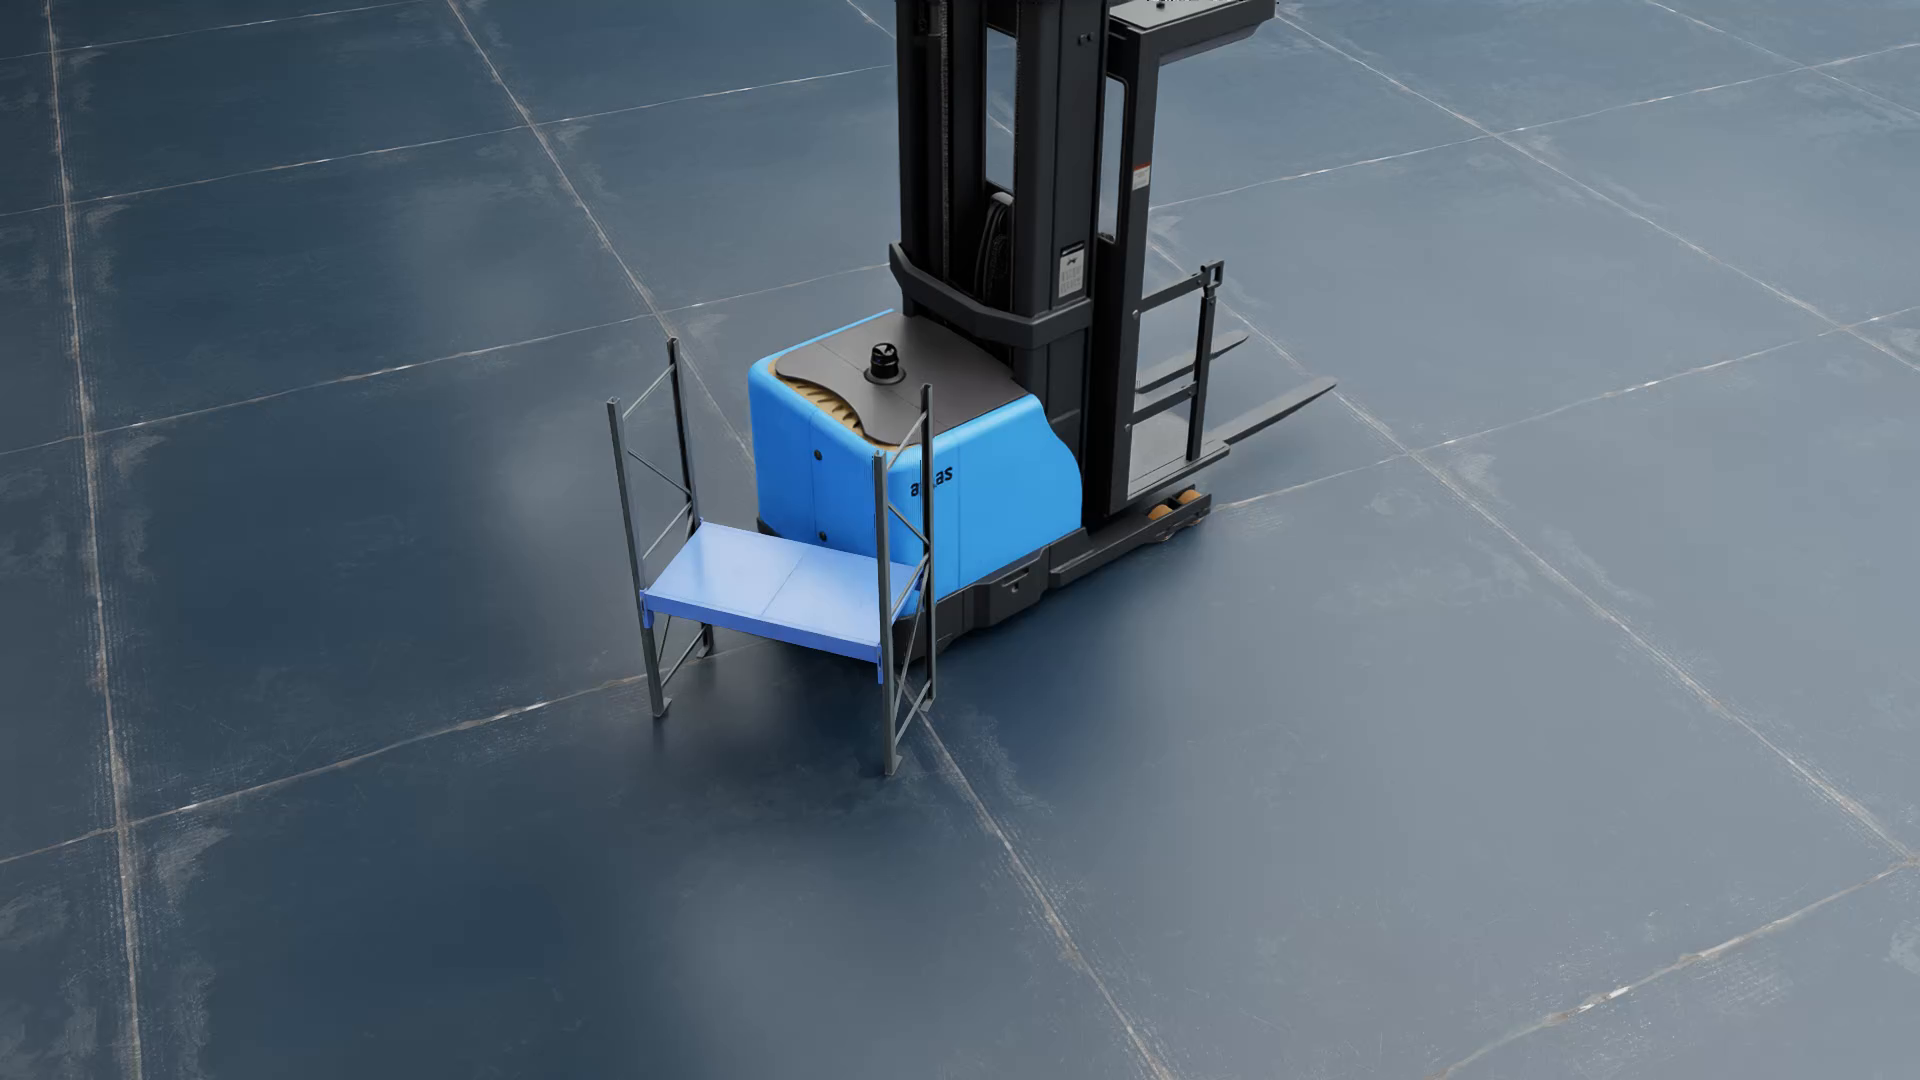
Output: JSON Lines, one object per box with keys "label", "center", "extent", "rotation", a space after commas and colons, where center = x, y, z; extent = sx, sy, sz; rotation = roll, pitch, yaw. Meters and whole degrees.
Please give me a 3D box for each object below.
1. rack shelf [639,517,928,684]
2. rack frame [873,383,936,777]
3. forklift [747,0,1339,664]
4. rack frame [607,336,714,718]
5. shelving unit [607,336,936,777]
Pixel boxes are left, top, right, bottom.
{"label": "rack shelf", "center": [-0.675, 0.223, 6.492], "extent": [1.000, 0.185, 0.538], "rotation": [12, 38, 15]}
{"label": "rack frame", "center": [-0.196, 0.179, 6.249], "extent": [0.032, 1.500, 0.500], "rotation": [12, 38, 15]}
{"label": "forklift", "center": [0.553, -1.390, 7.164], "extent": [3.031, 2.935, 1.130], "rotation": [-26, 44, -31]}
{"label": "rack frame", "center": [-1.155, -0.022, 6.521], "extent": [0.032, 1.500, 0.500], "rotation": [12, 38, 15]}
{"label": "shelving unit", "center": [-0.675, 0.079, 6.385], "extent": [1.048, 1.500, 0.538], "rotation": [12, 38, 15]}
